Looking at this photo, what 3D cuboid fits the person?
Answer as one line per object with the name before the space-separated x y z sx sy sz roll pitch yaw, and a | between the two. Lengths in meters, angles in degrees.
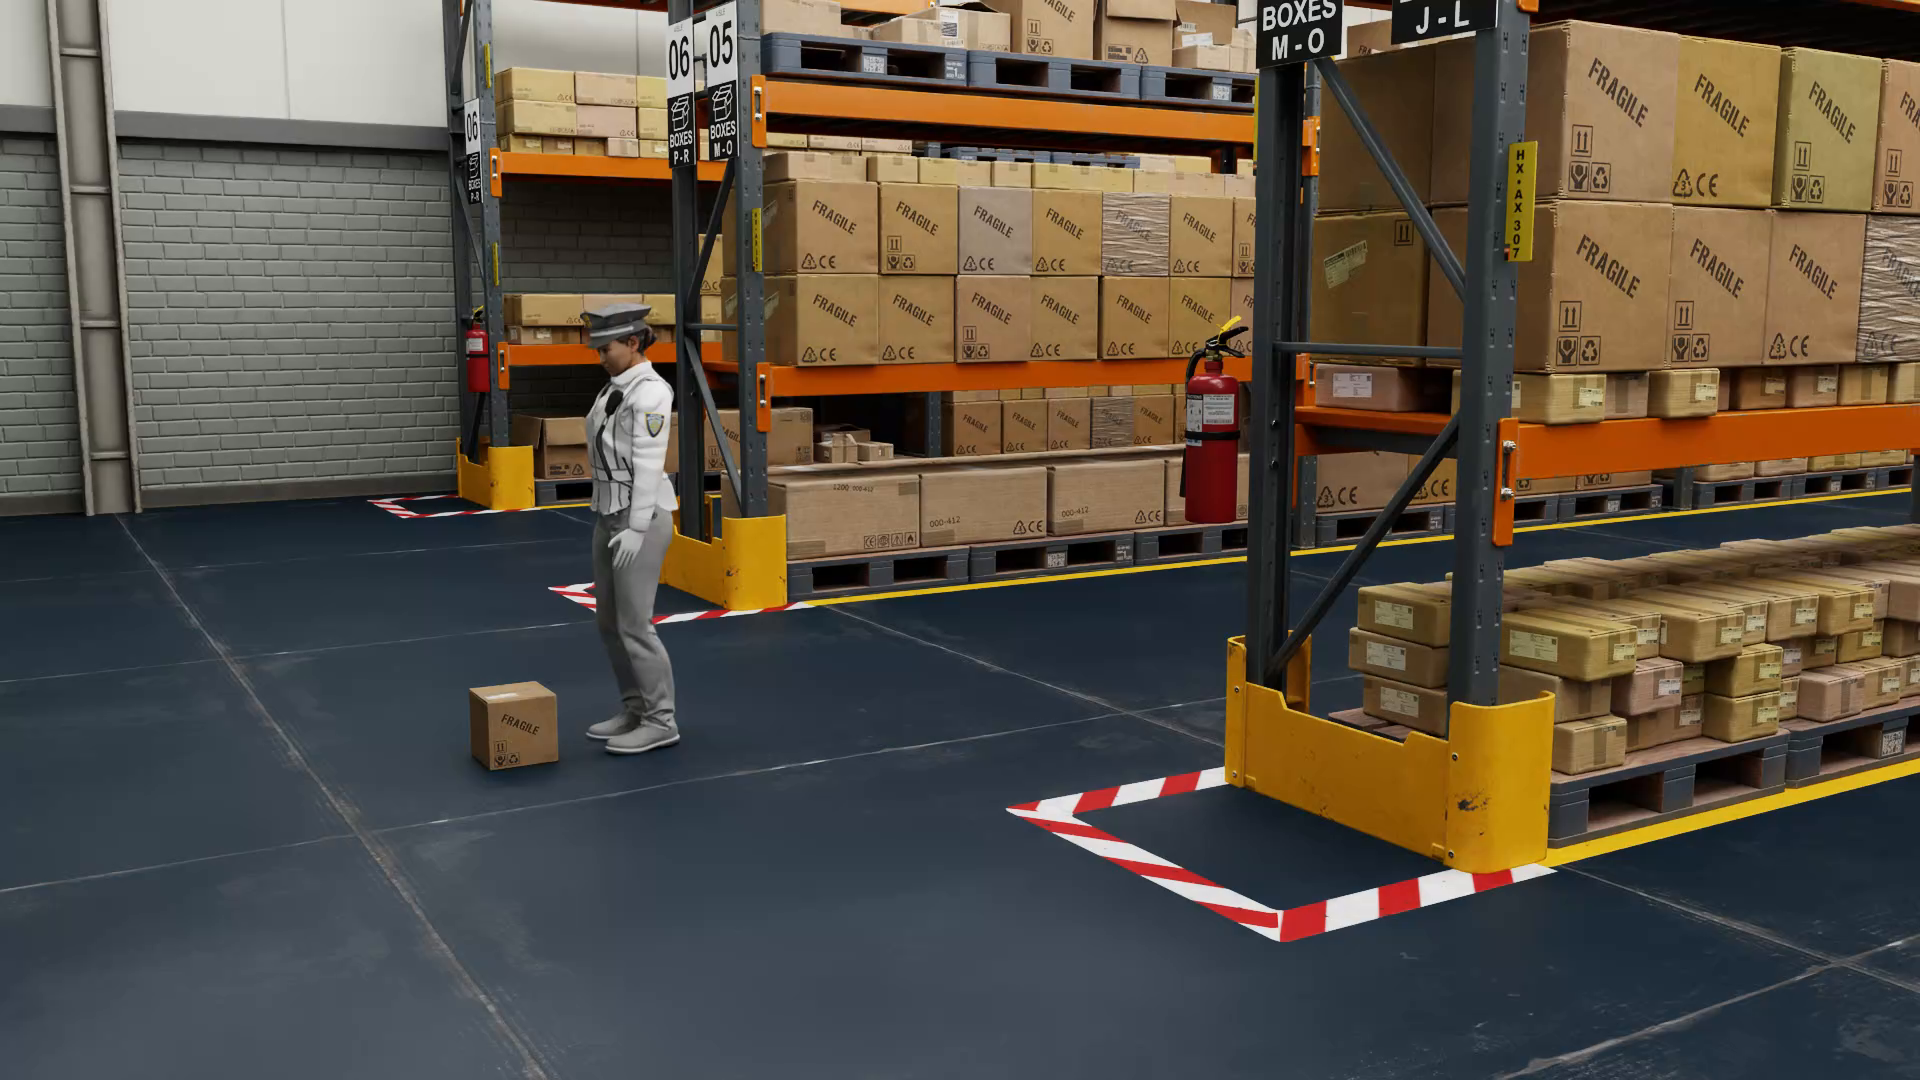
person | -1.221 -0.046 6.190 0.327 1.661 0.475 -5 10 -30
